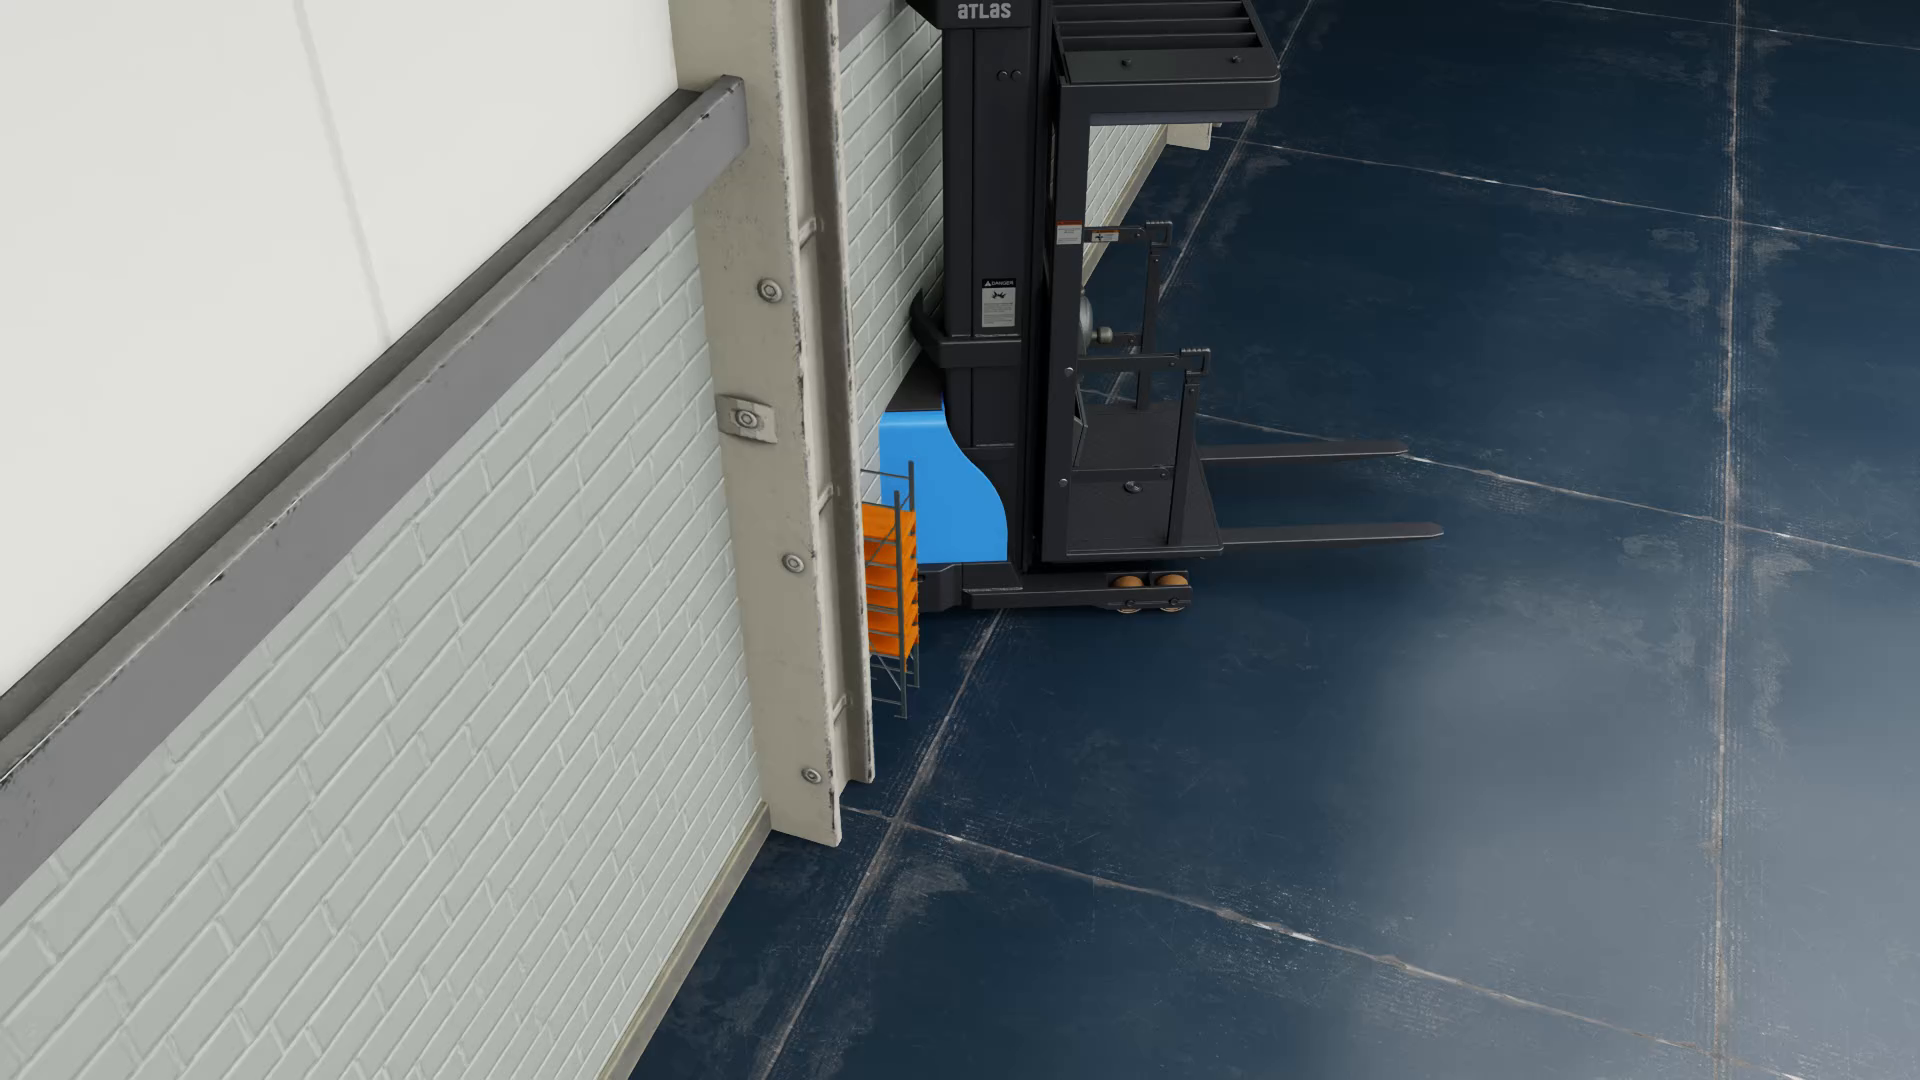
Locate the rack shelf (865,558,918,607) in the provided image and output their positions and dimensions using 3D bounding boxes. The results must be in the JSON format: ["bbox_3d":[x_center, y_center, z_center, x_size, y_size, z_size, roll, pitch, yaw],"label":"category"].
[{"bbox_3d":[-0.312,0.144,6.494,0.258,0.103,0.180,10,41,12],"label":"rack shelf"}]

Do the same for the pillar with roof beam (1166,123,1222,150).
[{"bbox_3d":[5.550,-5.111,6.761,9.100,9.000,0.400,13,42,15],"label":"pillar with roof beam"}]

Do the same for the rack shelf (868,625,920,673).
[{"bbox_3d":[-0.312,0.418,6.728,0.258,0.103,0.180,10,41,12],"label":"rack shelf"}]

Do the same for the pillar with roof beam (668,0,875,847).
[{"bbox_3d":[3.498,-1.452,2.472,9.100,9.000,0.400,13,42,15],"label":"pillar with roof beam"}]

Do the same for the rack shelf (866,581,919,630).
[{"bbox_3d":[-0.312,0.235,6.572,0.258,0.103,0.180,10,41,12],"label":"rack shelf"}]

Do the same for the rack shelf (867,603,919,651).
[{"bbox_3d":[-0.312,0.327,6.650,0.258,0.103,0.180,10,41,12],"label":"rack shelf"}]

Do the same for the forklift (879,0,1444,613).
[{"bbox_3d":[0.626,-1.137,6.778,3.031,2.935,1.130,-2,41,-2],"label":"forklift"}]

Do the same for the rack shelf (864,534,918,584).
[{"bbox_3d":[-0.312,0.053,6.416,0.258,0.103,0.180,10,41,12],"label":"rack shelf"}]

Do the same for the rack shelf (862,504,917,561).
[{"bbox_3d":[-0.312,-0.038,6.338,0.258,0.103,0.180,10,41,12],"label":"rack shelf"}]

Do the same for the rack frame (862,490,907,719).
[{"bbox_3d":[-0.336,0.259,6.476,0.240,1.200,0.006,10,41,12],"label":"rack frame"}]

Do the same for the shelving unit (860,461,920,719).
[{"bbox_3d":[-0.312,0.202,6.543,0.258,1.200,0.189,10,41,12],"label":"shelving unit"}]

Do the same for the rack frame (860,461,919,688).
[{"bbox_3d":[-0.288,0.144,6.610,0.240,1.200,0.006,10,41,12],"label":"rack frame"}]
